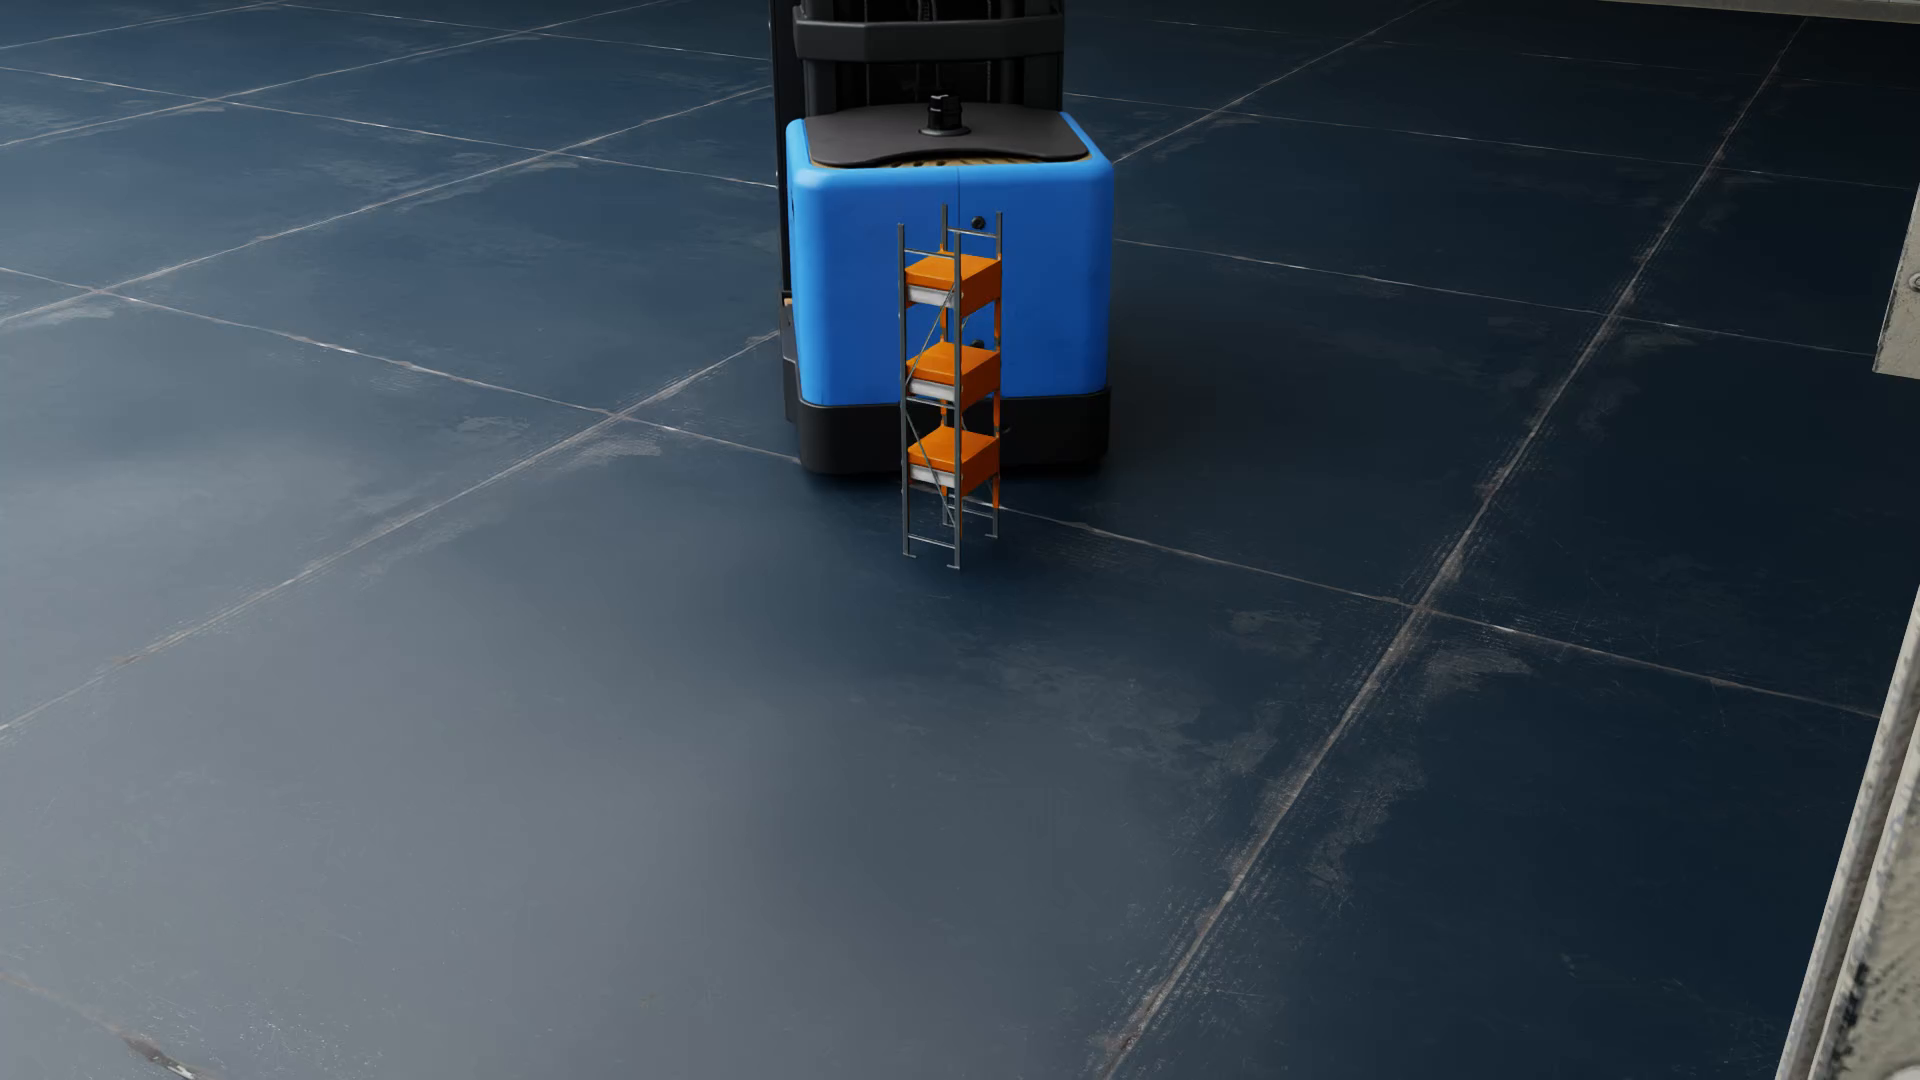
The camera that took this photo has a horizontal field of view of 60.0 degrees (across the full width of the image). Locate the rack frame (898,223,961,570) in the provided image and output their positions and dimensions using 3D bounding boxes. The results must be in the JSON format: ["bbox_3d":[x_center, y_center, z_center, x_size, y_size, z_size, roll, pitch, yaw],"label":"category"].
[{"bbox_3d":[-0.086,-0.401,4.878,0.200,1.050,0.008,14,30,26],"label":"rack frame"}]

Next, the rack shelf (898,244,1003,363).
[{"bbox_3d":[-0.026,-0.693,4.851,0.215,0.259,0.240,14,30,26],"label":"rack shelf"}]

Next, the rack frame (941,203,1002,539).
[{"bbox_3d":[0.034,-0.496,5.068,0.200,1.050,0.008,14,30,26],"label":"rack frame"}]

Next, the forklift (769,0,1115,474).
[{"bbox_3d":[-0.188,-2.160,6.290,1.130,2.935,3.031,-3,27,-6],"label":"forklift"}]

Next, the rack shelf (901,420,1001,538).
[{"bbox_3d":[-0.026,-0.191,5.102,0.215,0.259,0.240,14,30,26],"label":"rack shelf"}]

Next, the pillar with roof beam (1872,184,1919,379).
[{"bbox_3d":[0.094,-5.682,6.547,9.100,9.000,0.400,14,30,26],"label":"pillar with roof beam"}]

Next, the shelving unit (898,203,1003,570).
[{"bbox_3d":[-0.026,-0.449,4.973,0.215,1.050,0.252,14,30,26],"label":"shelving unit"}]

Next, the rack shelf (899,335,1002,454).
[{"bbox_3d":[-0.026,-0.439,4.978,0.215,0.259,0.240,14,30,26],"label":"rack shelf"}]
